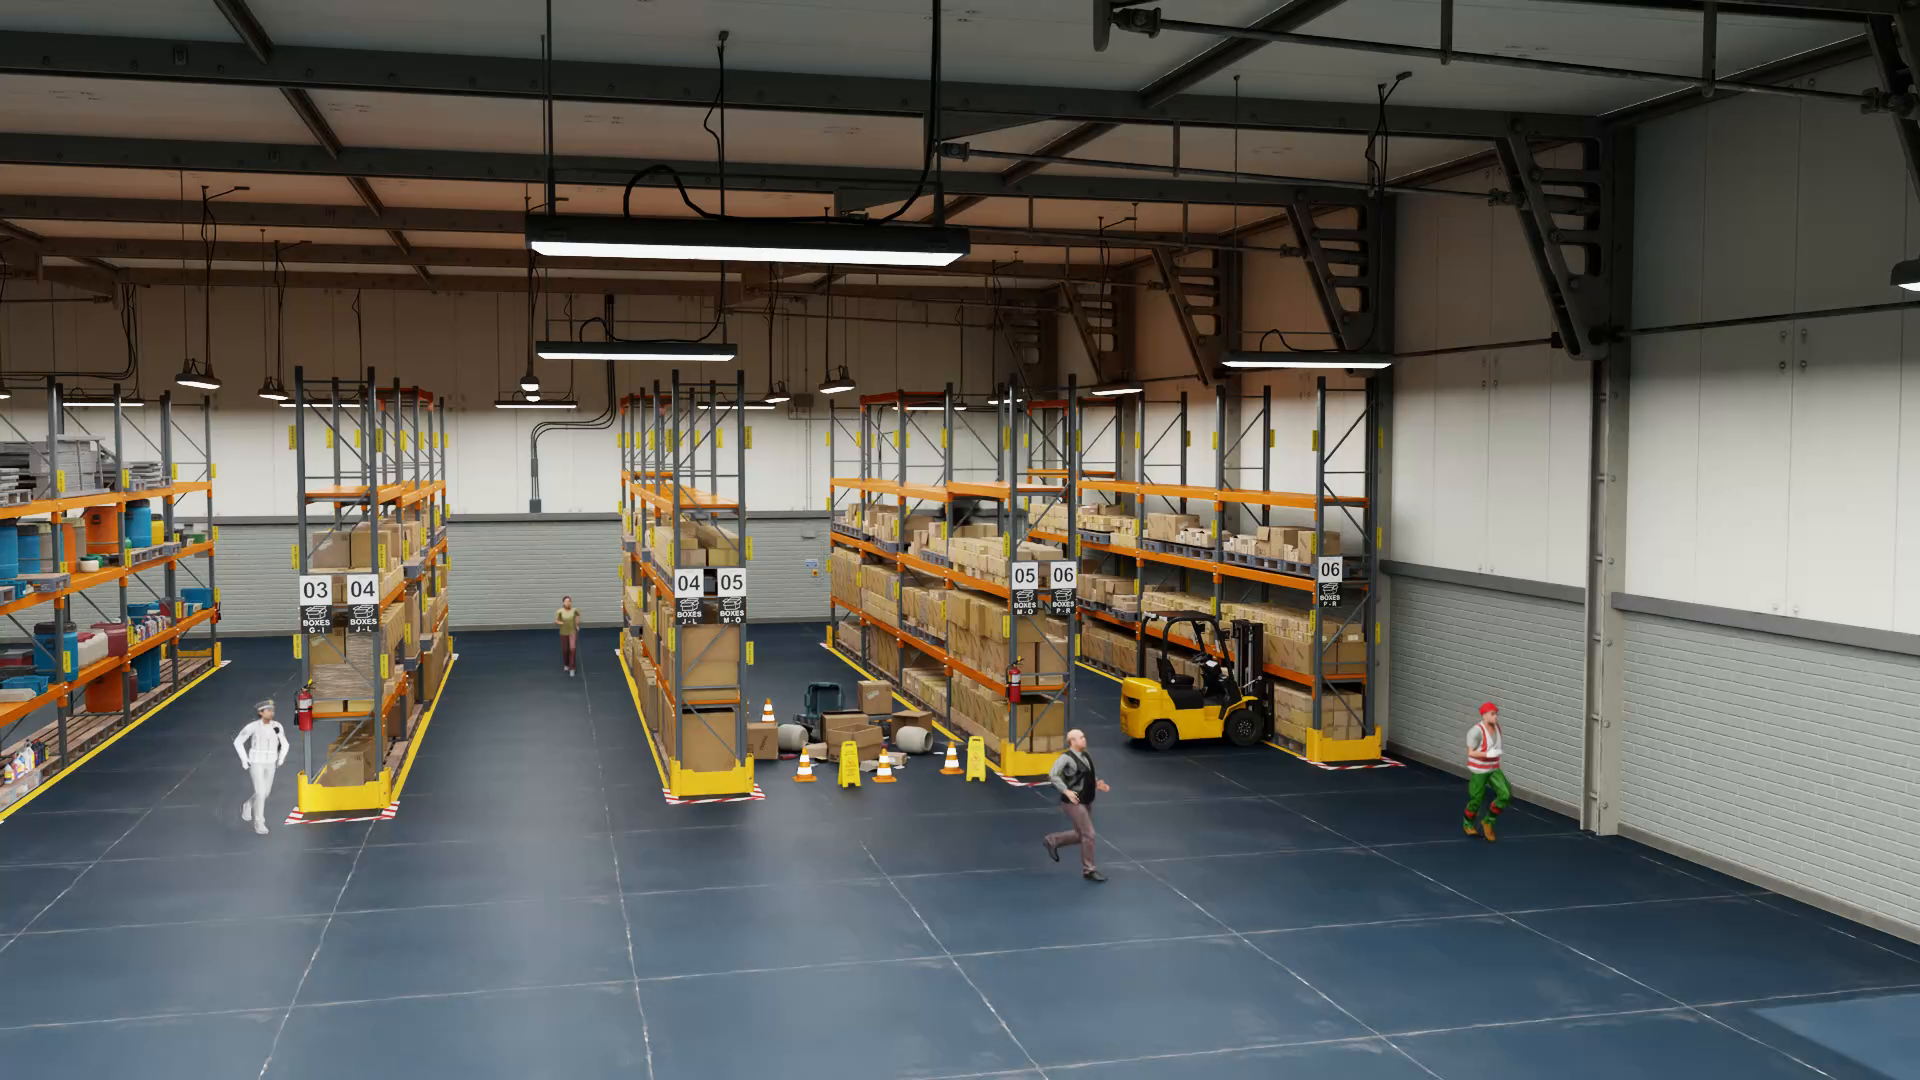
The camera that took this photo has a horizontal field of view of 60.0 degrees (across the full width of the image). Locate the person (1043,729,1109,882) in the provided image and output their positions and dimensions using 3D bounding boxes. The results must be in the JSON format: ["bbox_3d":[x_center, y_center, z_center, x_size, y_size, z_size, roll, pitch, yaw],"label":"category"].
[{"bbox_3d":[1.309,3.023,19.060,0.868,1.720,0.662,2,4,30],"label":"person"}]

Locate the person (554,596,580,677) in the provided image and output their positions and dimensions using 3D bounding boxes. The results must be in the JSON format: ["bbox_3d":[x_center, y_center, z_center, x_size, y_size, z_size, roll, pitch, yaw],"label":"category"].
[{"bbox_3d":[-8.402,2.039,35.591,0.531,1.700,0.882,-1,3,-11],"label":"person"}]

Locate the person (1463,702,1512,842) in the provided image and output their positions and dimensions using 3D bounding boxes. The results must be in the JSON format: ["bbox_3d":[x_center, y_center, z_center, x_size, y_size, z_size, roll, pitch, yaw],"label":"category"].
[{"bbox_3d":[6.541,2.870,20.665,0.696,1.751,0.803,-1,4,-24],"label":"person"}]

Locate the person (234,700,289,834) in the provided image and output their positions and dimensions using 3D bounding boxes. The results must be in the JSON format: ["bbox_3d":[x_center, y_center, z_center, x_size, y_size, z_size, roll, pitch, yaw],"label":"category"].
[{"bbox_3d":[-9.013,2.903,21.504,0.682,1.677,0.655,3,5,43],"label":"person"}]
